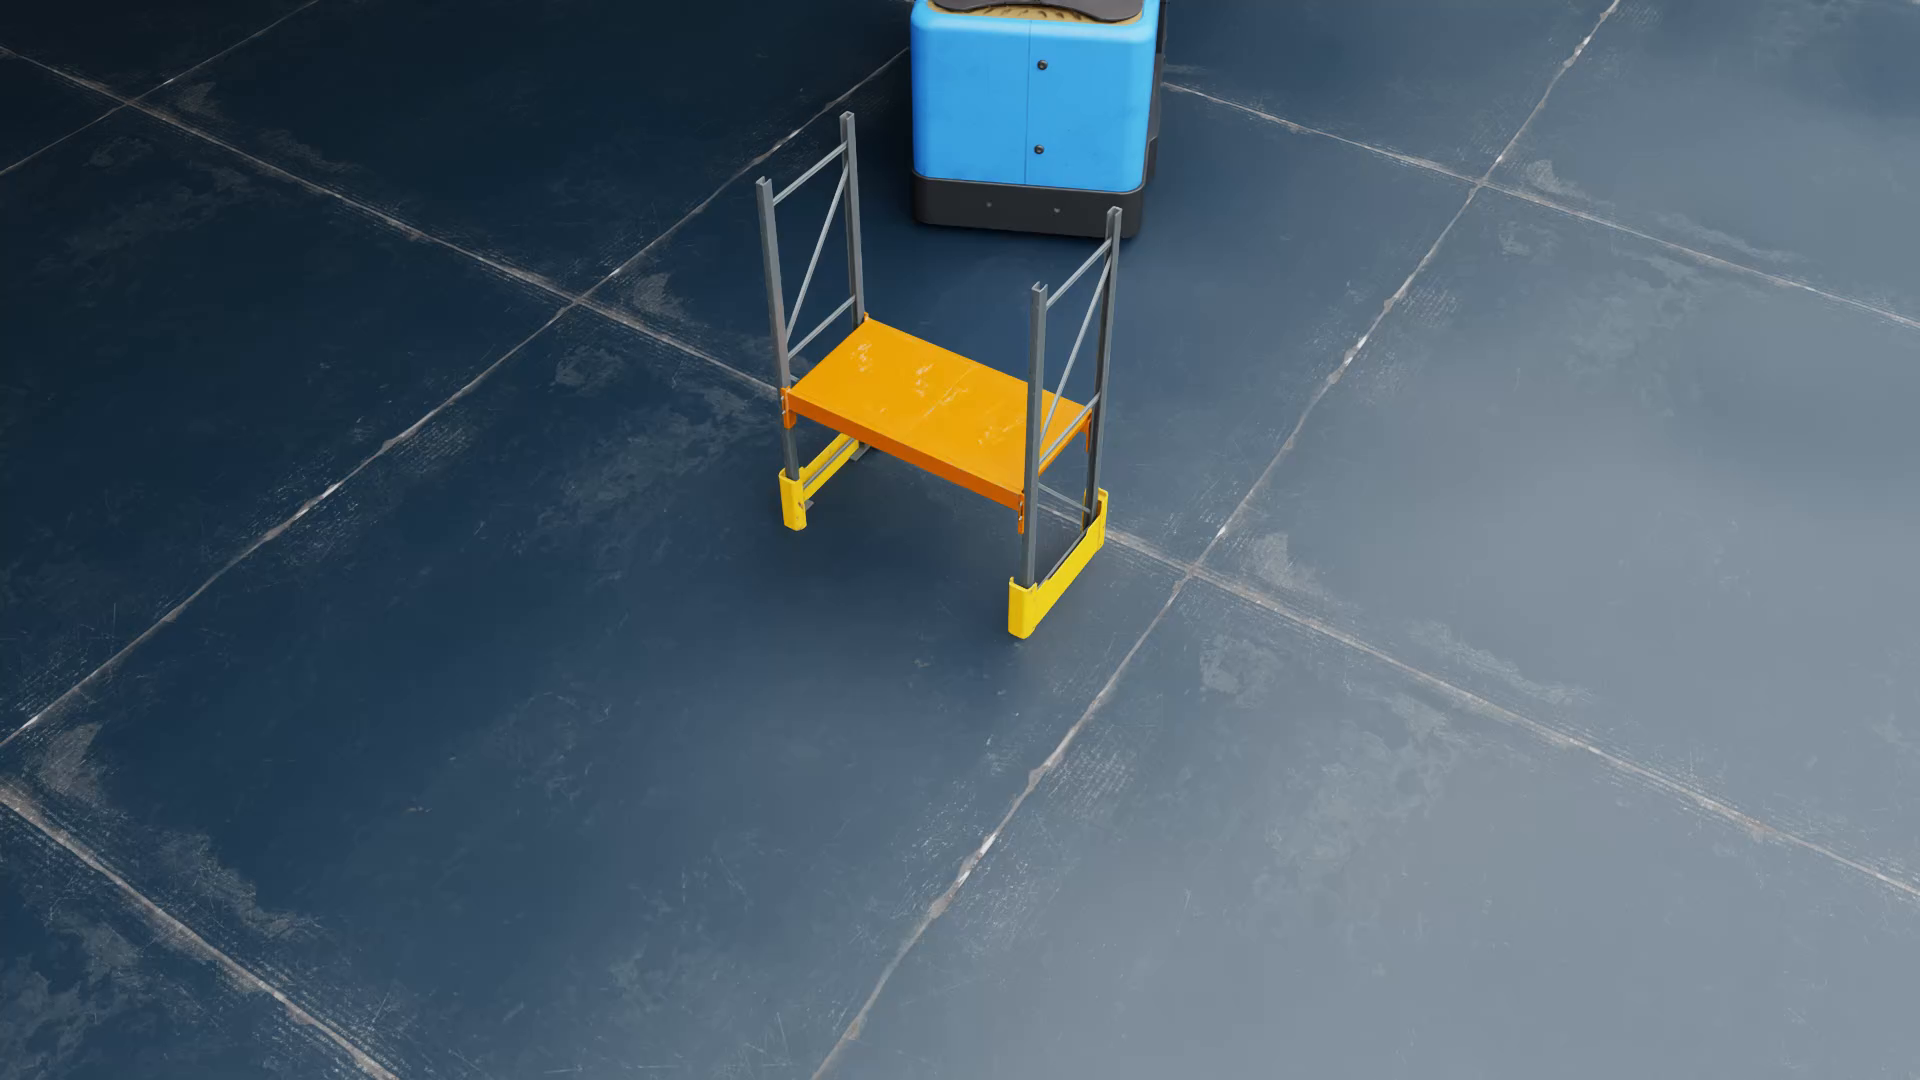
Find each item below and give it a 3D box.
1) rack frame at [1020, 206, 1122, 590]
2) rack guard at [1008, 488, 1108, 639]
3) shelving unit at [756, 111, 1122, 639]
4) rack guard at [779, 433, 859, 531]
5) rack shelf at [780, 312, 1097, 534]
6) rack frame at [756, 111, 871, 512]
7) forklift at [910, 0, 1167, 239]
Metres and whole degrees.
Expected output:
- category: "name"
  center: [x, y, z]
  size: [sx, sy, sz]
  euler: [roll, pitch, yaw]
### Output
- category: "rack frame"
  center: [0.356, -0.359, 5.553]
  size: [0.032, 1.500, 0.500]
  euler: [25, 51, 22]
- category: "rack guard"
  center: [0.355, 0.076, 6.002]
  size: [0.087, 0.250, 0.587]
  euler: [25, 51, 22]
- category: "shelving unit"
  center: [-0.064, -0.552, 5.741]
  size: [1.083, 1.500, 0.587]
  euler: [25, 51, 22]
- category: "rack guard"
  center: [-0.483, -0.309, 6.376]
  size: [0.087, 0.250, 0.587]
  euler: [25, 51, 22]
- category: "rack shelf"
  center: [-0.072, -0.430, 5.873]
  size: [1.000, 0.185, 0.538]
  euler: [25, 51, 22]
- category: "rack frame"
  center: [-0.500, -0.753, 5.935]
  size: [0.032, 1.500, 0.500]
  euler: [25, 51, 22]
- category: "forklift"
  center: [0.487, -3.439, 7.548]
  size: [1.130, 2.935, 3.031]
  euler: [6, 46, 5]
